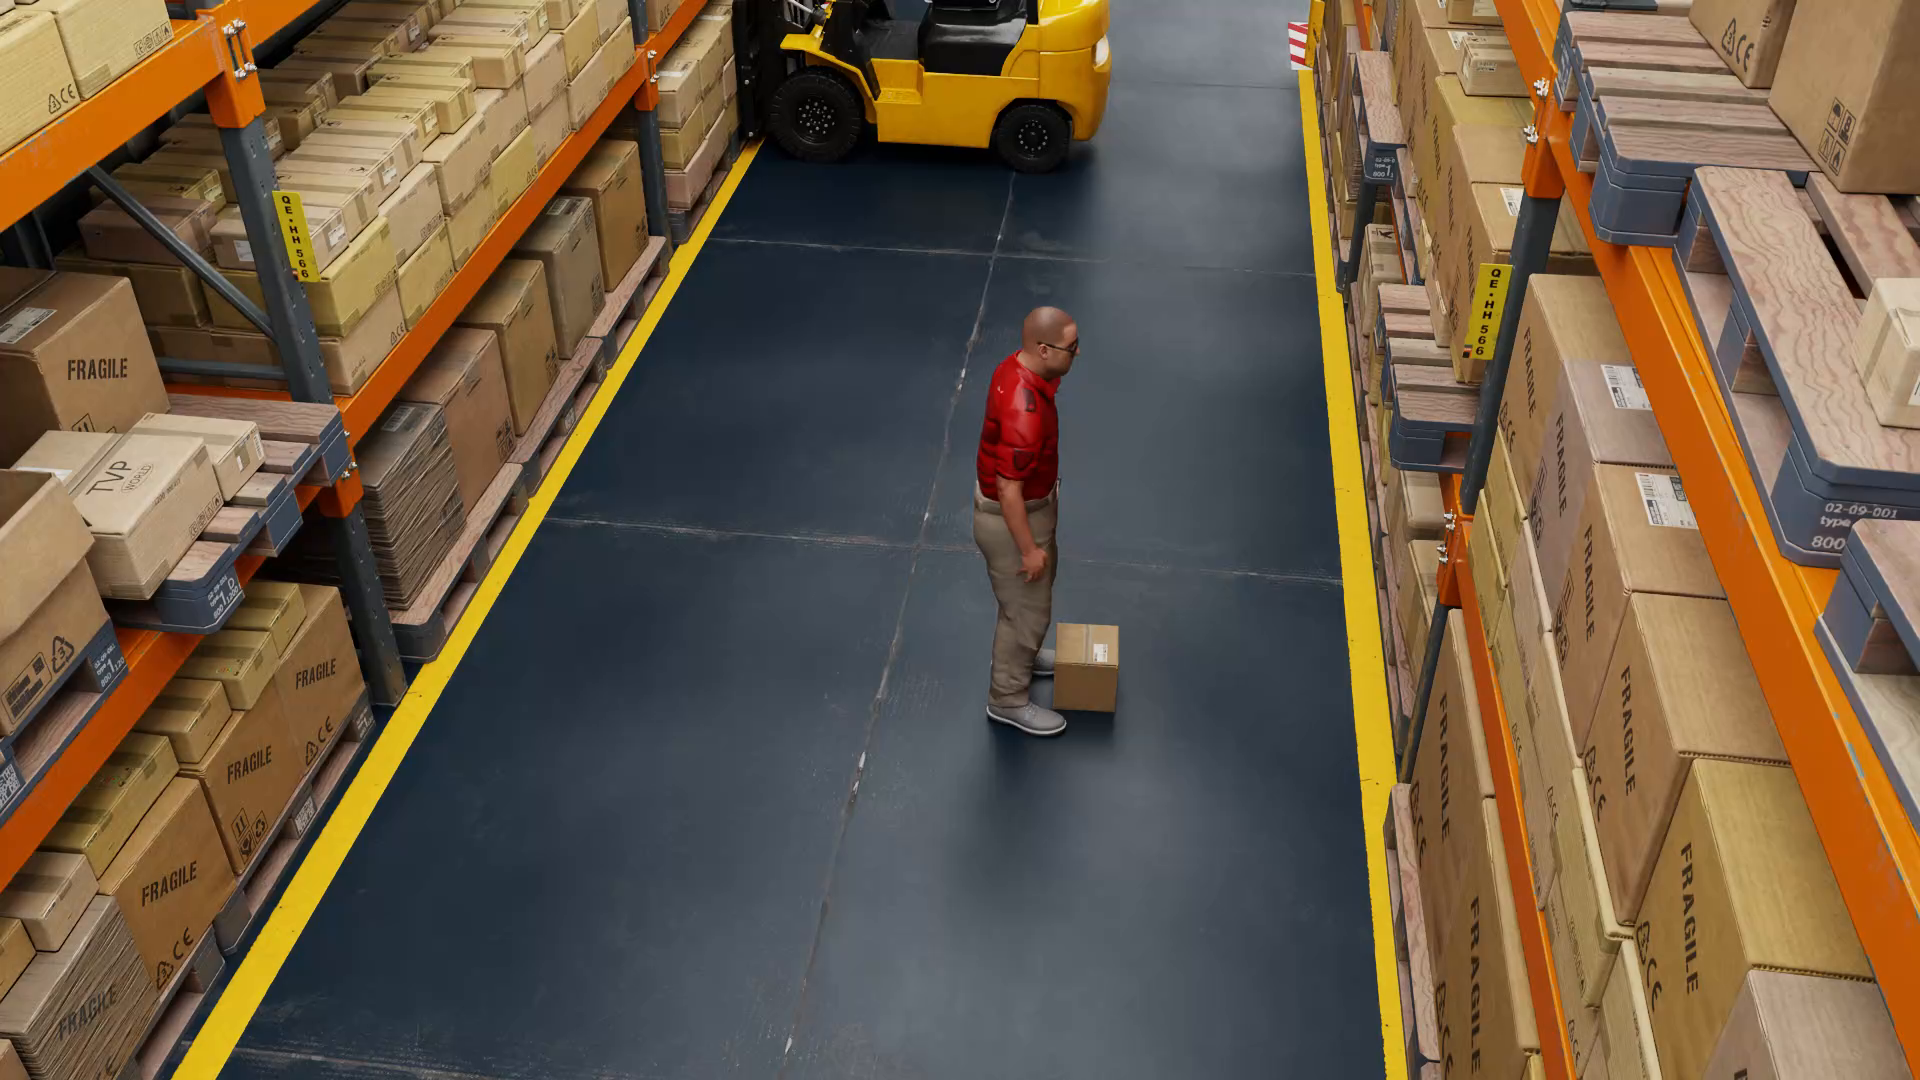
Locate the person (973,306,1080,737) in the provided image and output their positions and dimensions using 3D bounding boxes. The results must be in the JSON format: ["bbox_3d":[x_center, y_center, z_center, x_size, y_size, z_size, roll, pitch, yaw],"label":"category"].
[{"bbox_3d":[0.251,-0.094,6.288,0.390,1.726,0.588,3,36,4],"label":"person"}]
